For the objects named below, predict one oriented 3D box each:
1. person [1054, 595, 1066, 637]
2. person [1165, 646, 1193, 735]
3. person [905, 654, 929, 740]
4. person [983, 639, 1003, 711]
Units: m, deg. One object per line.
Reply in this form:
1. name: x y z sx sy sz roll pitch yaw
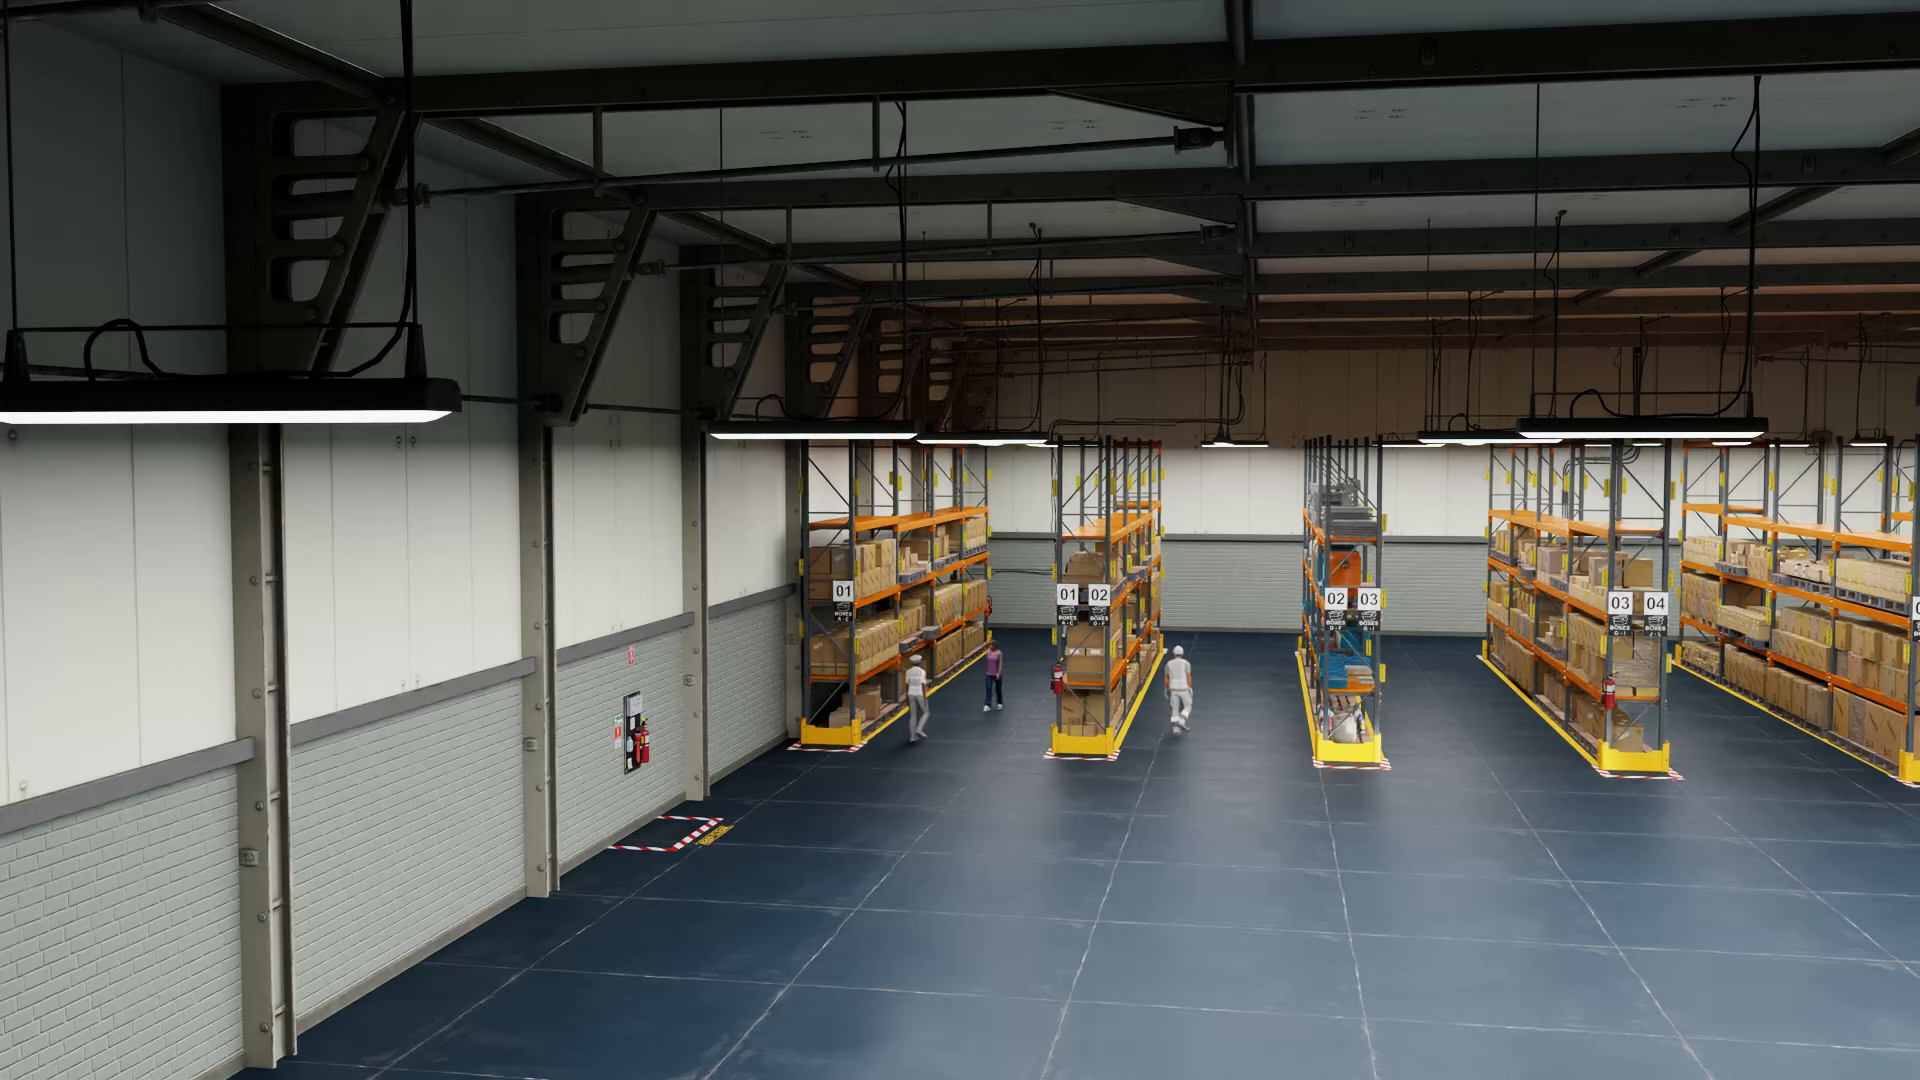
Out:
1. person: 3.050 2.185 50.224 0.466 1.610 1.058 0 3 8
2. person: 4.389 3.018 33.387 0.587 1.780 0.482 1 3 25
3. person: -0.850 3.103 32.776 0.492 1.673 0.445 1 3 23
4. person: 0.726 2.959 36.330 0.436 1.557 0.932 1 3 18
